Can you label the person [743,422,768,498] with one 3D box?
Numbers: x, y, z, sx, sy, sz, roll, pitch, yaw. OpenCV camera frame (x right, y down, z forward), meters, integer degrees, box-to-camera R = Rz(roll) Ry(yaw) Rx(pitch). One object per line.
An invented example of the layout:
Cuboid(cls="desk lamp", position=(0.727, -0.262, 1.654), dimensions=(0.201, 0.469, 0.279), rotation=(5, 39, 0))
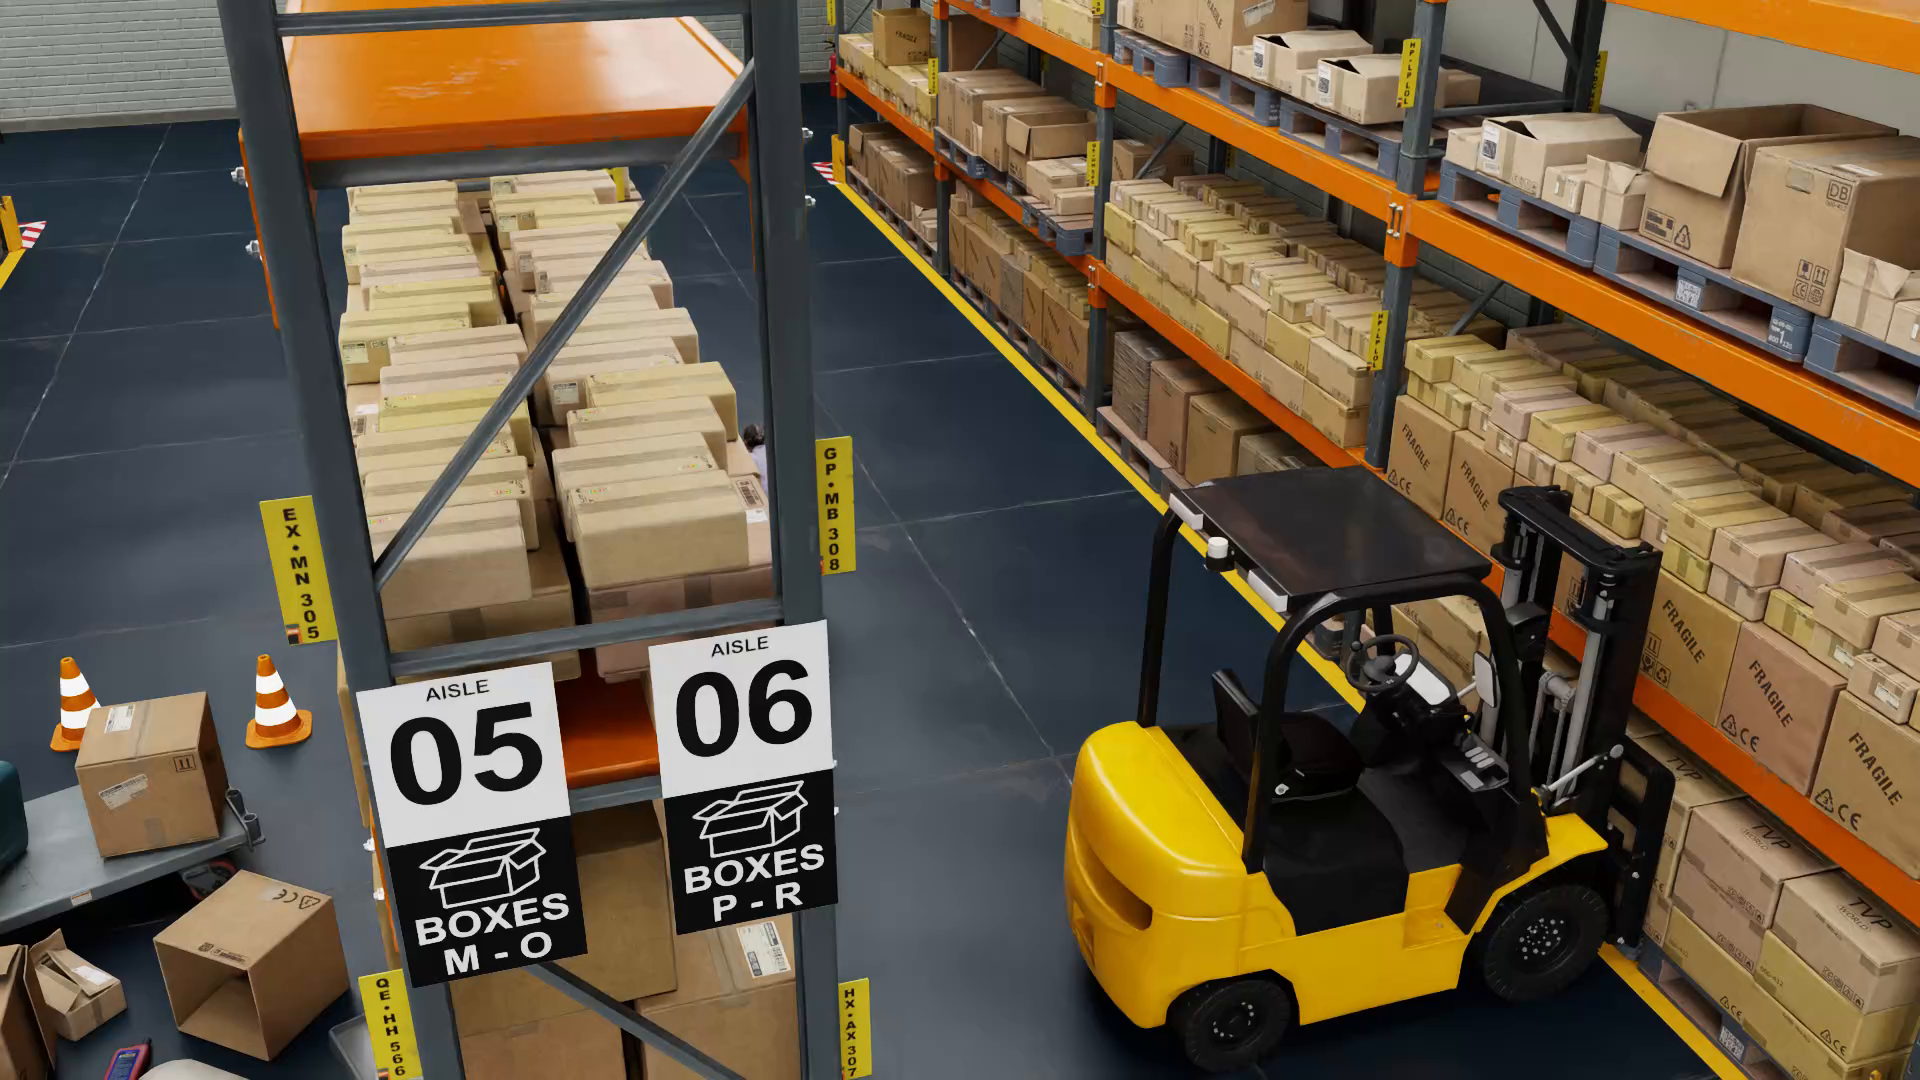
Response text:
Cuboid(cls="person", position=(-1.133, -0.073, 10.102), dimensions=(0.535, 1.129, 0.760), rotation=(-8, 28, -16))
